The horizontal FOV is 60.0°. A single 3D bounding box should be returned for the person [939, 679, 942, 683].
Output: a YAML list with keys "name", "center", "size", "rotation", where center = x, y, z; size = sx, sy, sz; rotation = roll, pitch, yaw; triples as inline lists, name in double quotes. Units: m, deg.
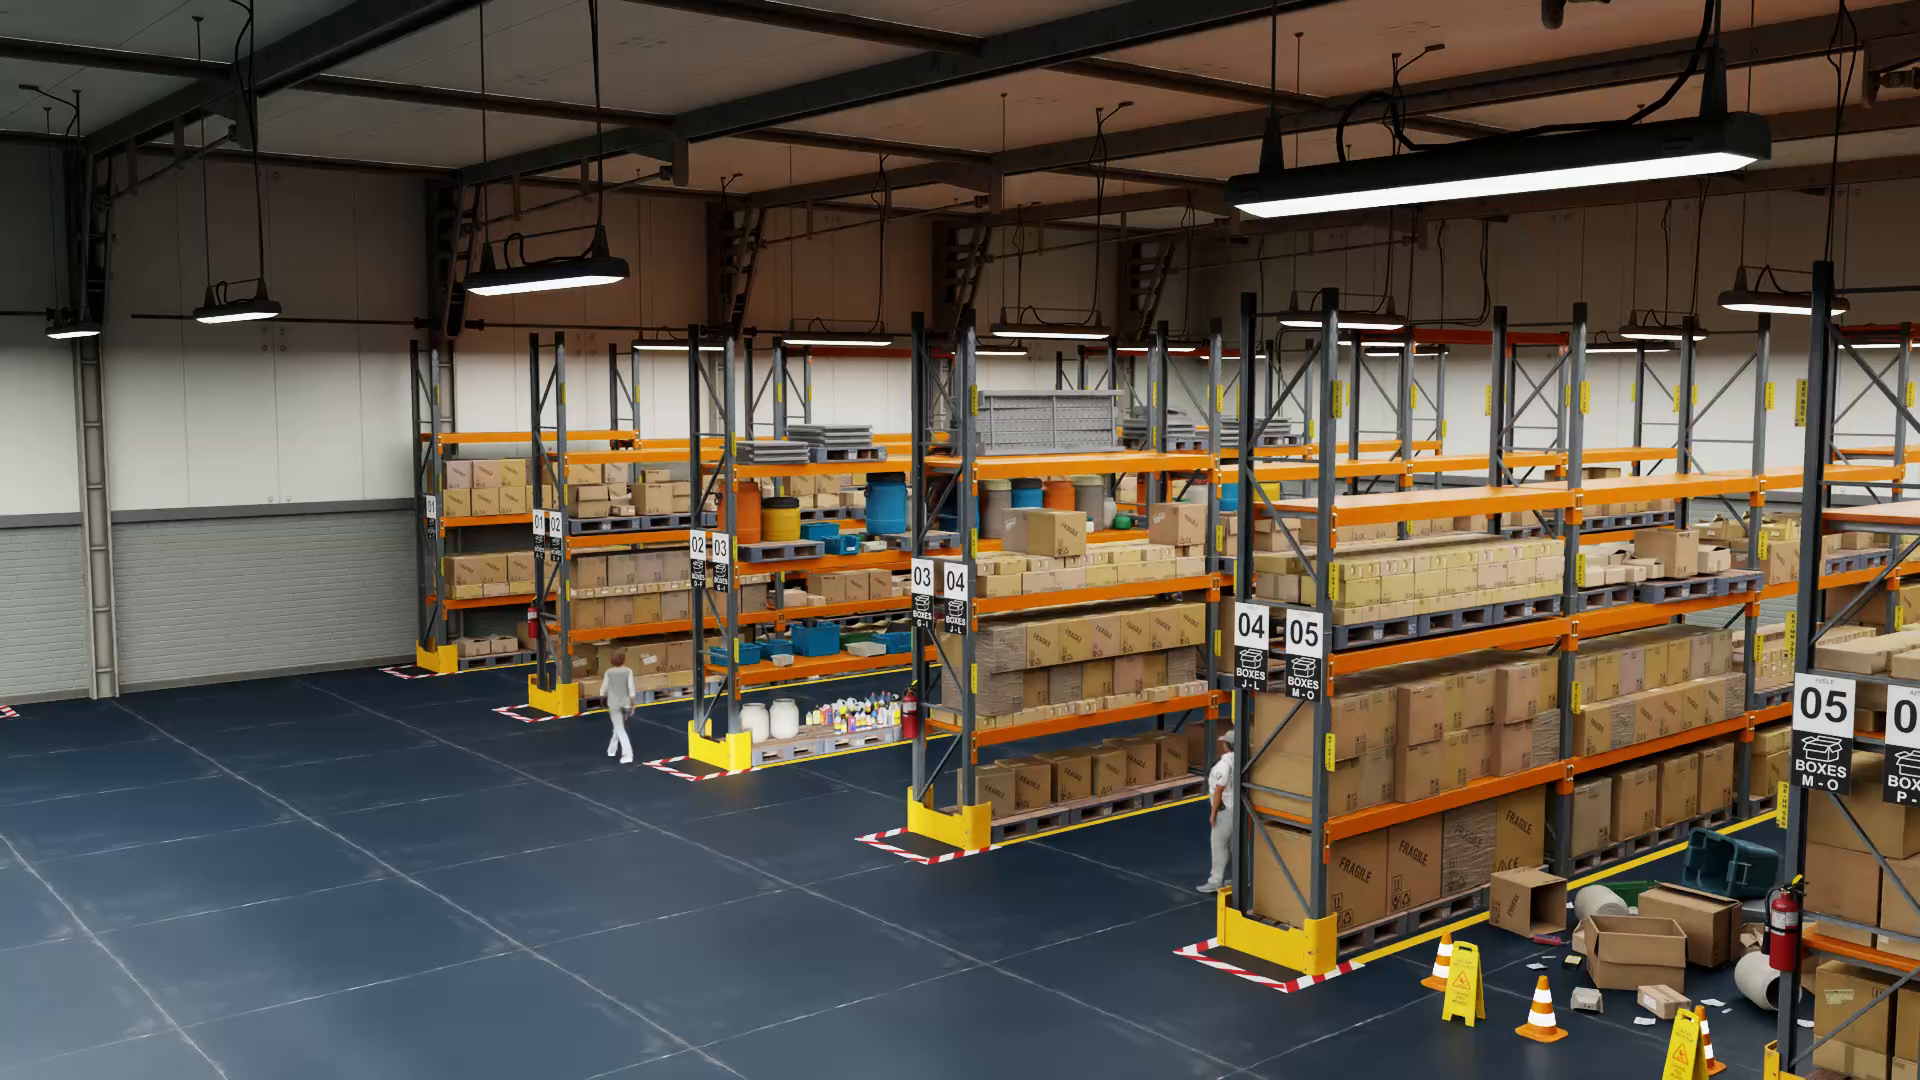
- name: "person"
  center: [-0.078, 1.621, 28.811]
  size: [0.462, 1.641, 0.956]
  rotation: [5, 7, 44]

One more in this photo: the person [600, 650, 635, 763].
- name: "person"
  center: [-4.711, 2.264, 22.864]
  size: [0.382, 1.537, 0.921]
  rotation: [-5, 7, -41]

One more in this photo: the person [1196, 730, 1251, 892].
- name: "person"
  center: [2.714, 2.774, 17.063]
  size: [0.503, 1.683, 0.491]
  rotation: [3, 6, 27]
